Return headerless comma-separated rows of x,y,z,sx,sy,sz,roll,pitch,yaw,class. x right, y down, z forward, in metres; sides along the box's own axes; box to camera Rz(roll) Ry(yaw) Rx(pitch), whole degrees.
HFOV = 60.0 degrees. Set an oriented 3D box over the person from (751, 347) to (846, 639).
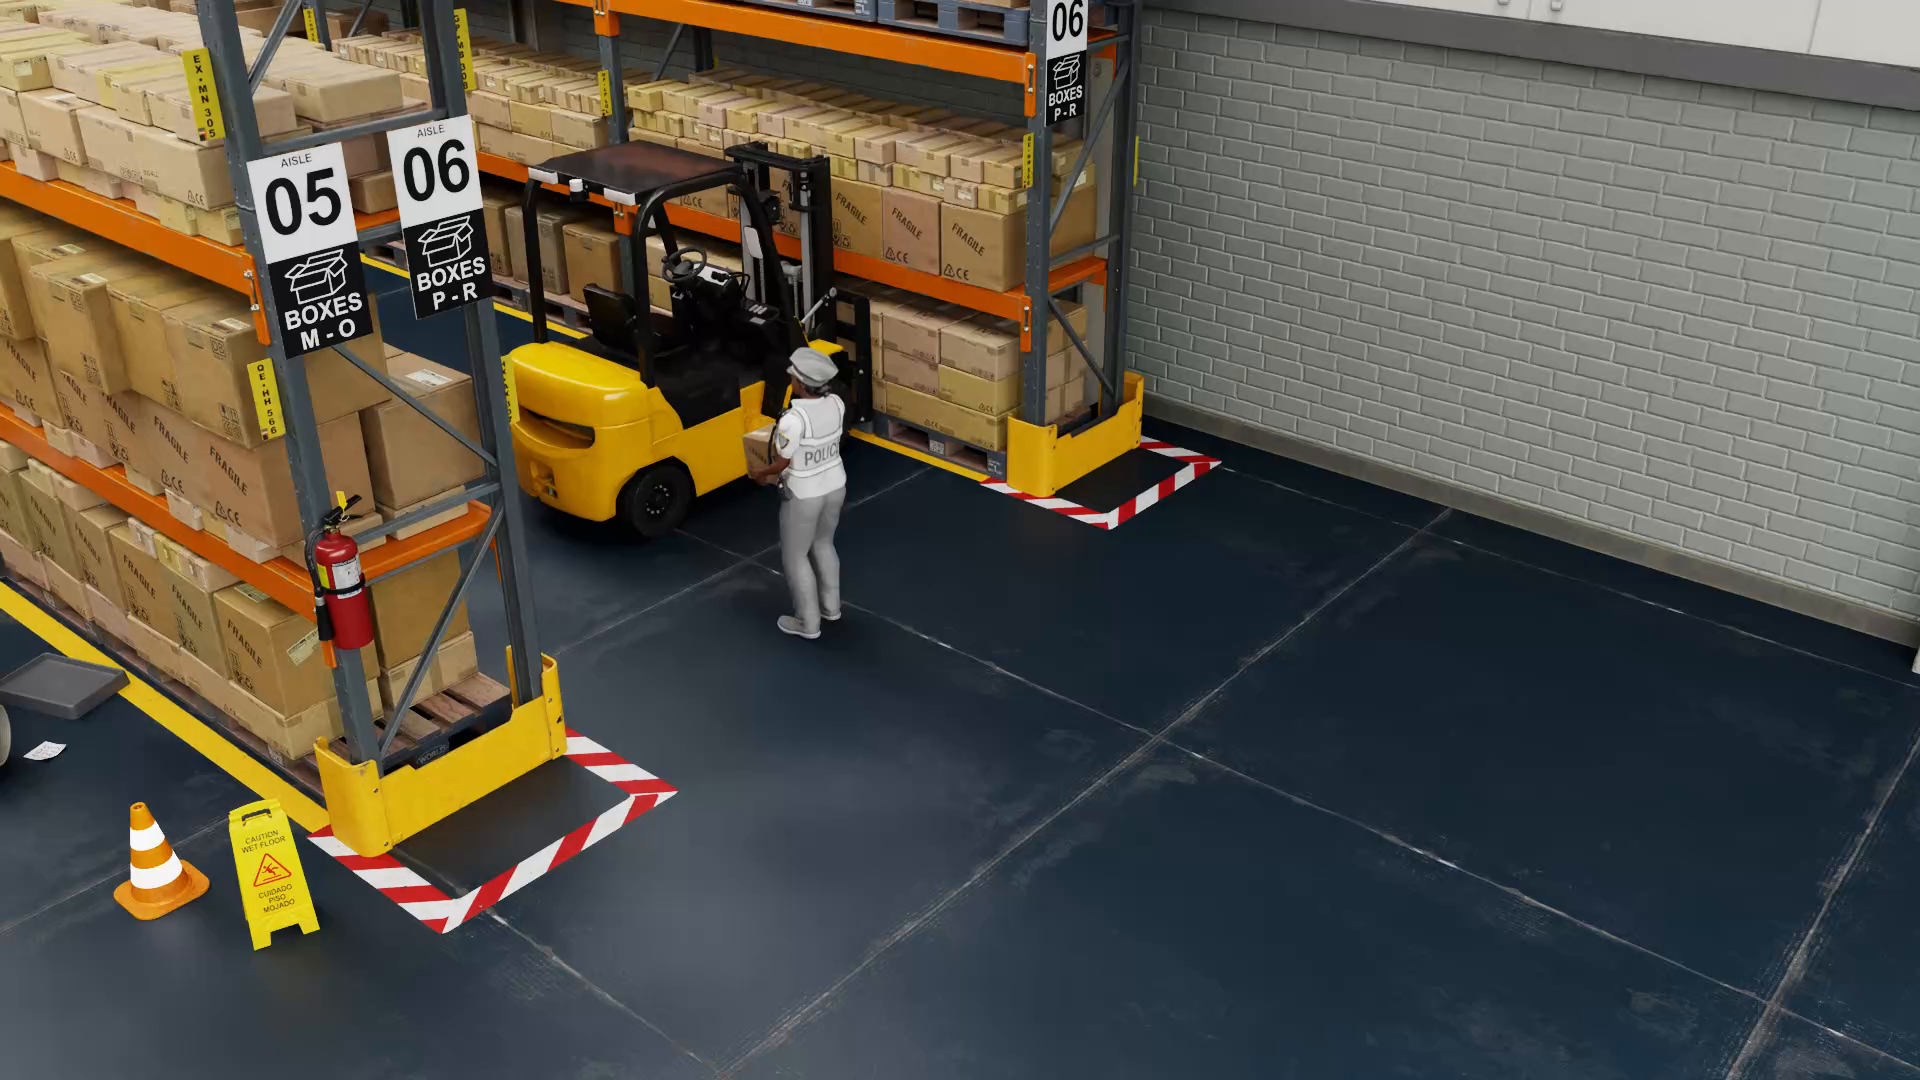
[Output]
-0.866,-0.283,9.137,0.530,1.687,0.451,22,35,35,person
